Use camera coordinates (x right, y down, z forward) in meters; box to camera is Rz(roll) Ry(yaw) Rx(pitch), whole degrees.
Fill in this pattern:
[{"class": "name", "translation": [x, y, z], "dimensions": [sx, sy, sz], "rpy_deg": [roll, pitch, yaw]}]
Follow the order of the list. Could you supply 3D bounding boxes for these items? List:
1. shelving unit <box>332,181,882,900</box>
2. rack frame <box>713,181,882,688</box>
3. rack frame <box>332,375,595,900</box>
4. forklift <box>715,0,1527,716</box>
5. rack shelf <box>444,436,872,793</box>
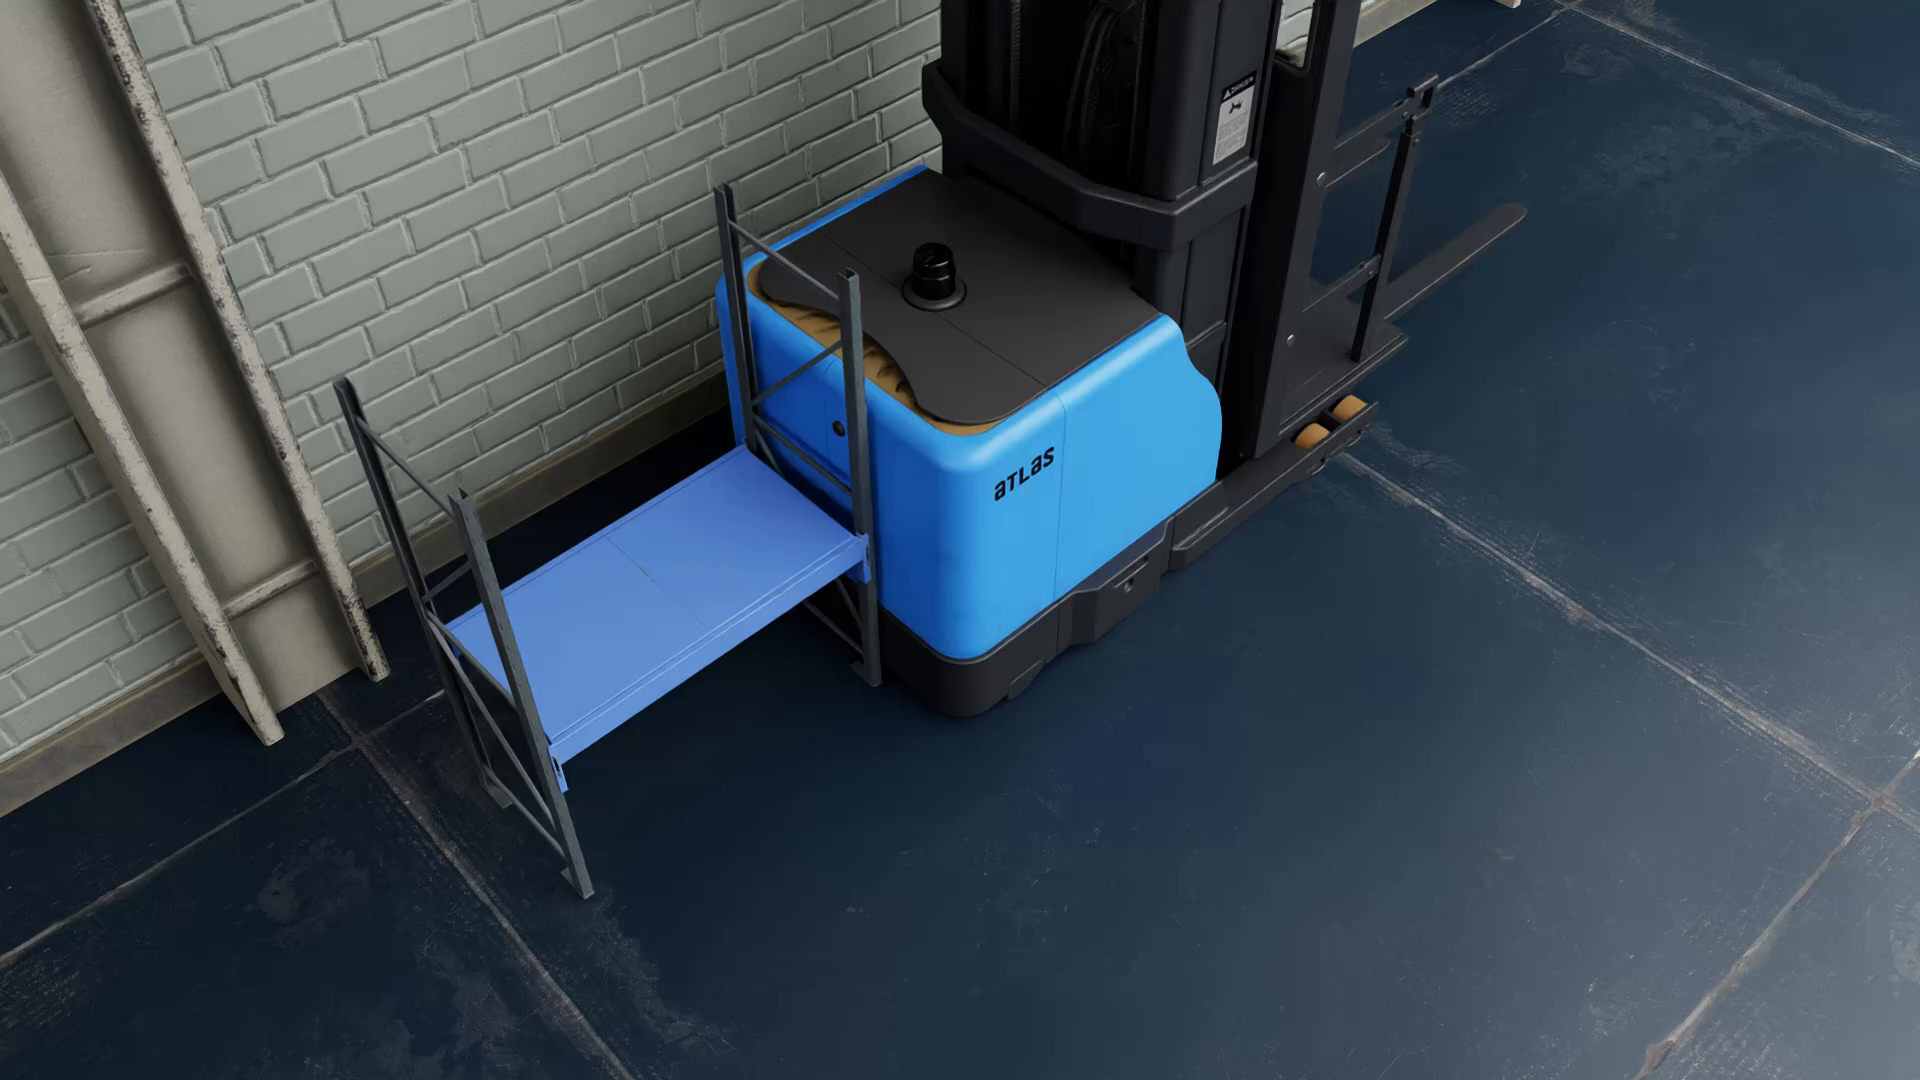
[{"class": "shelving unit", "translation": [-0.779, 0.041, 4.192], "dimensions": [1.048, 1.500, 0.538], "rpy_deg": [-35, 56, -28]}, {"class": "rack frame", "translation": [-0.411, -0.216, 4.429], "dimensions": [0.032, 1.500, 0.500], "rpy_deg": [-35, 56, -28]}, {"class": "rack frame", "translation": [-1.148, 0.298, 3.954], "dimensions": [0.032, 1.500, 0.500], "rpy_deg": [-35, 56, -28]}, {"class": "forklift", "translation": [0.741, -1.460, 4.602], "dimensions": [3.031, 2.935, 1.130], "rpy_deg": [-35, 56, -28]}, {"class": "rack shelf", "translation": [-0.779, 0.163, 4.324], "dimensions": [1.000, 0.185, 0.538], "rpy_deg": [-35, 56, -28]}]
